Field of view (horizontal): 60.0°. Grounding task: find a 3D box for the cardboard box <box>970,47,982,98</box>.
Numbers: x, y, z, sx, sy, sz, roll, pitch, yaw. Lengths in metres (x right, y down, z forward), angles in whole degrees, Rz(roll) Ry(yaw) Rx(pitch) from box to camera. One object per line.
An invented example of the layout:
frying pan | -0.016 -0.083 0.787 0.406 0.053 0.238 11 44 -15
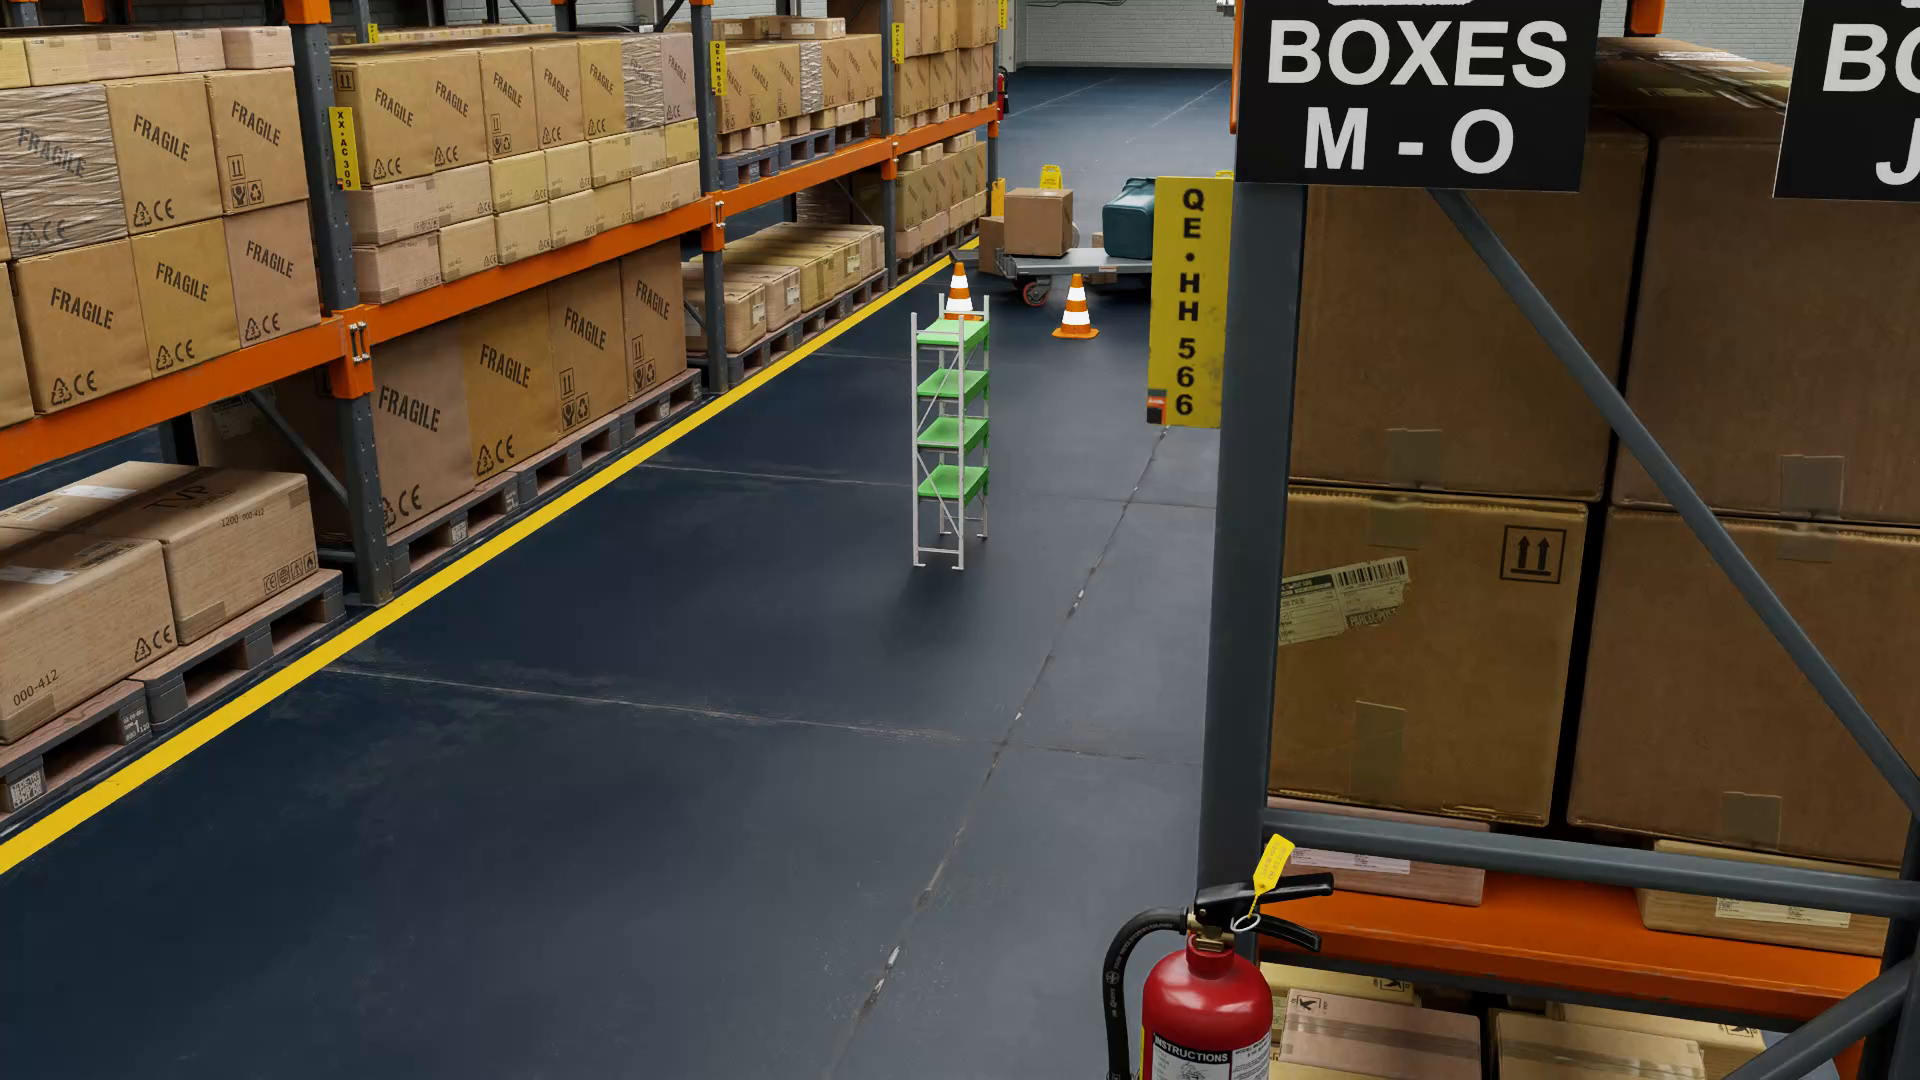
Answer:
cardboard box | -0.076 -4.772 16.903 0.500 0.500 0.500 5 19 14

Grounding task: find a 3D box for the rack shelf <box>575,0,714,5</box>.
rack shelf | -1.550 -4.131 12.113 1.077 0.370 4.000 5 19 13

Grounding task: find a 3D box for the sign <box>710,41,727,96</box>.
sign | -1.500 -2.930 10.333 0.100 0.325 0.005 5 19 13

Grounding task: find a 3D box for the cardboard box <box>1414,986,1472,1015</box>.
cardboard box | 0.974 1.025 3.848 0.380 0.149 0.250 4 19 13

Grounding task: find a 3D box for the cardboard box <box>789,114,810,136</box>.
cardboard box | -1.337 -3.094 12.346 0.380 0.149 0.250 5 20 15

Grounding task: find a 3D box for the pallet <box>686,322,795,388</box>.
pallet | -1.846 -1.350 11.813 1.003 0.211 1.213 5 19 13

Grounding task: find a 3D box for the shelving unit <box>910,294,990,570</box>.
shelving unit | -0.040 -0.516 7.842 0.258 1.200 0.503 5 19 13

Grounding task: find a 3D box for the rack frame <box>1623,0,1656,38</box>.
rack frame | 1.809 -0.812 5.923 1.000 3.000 0.127 5 19 13

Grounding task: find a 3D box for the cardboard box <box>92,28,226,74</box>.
cardboard box | -2.952 -1.803 6.119 0.380 0.149 0.250 5 20 15

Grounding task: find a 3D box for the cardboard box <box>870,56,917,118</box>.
cardboard box | -0.684 -3.982 14.591 0.500 0.500 0.500 5 19 13

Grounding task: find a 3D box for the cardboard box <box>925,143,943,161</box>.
cardboard box | -0.380 -3.682 15.766 0.380 0.149 0.250 6 20 17

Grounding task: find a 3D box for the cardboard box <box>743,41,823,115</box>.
cardboard box | -1.331 -3.421 12.299 0.500 0.500 0.500 4 19 11

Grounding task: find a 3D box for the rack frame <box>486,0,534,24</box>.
rack frame | -4.898 -5.323 19.131 1.000 3.000 0.127 5 19 13

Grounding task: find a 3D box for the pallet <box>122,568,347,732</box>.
pallet | -3.278 0.381 6.746 1.003 0.211 1.213 5 19 13

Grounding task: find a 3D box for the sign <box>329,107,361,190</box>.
sign | -2.477 -1.575 6.696 0.100 0.325 0.005 5 19 13

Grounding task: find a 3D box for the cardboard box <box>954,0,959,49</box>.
cardboard box | -0.409 -4.945 15.862 0.700 0.500 0.500 5 19 13

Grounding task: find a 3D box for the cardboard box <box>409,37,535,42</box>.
cardboard box | -2.649 -2.493 9.143 0.500 0.500 0.500 5 20 15

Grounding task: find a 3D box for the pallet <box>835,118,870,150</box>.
pallet | -1.389 -3.360 13.680 1.003 0.211 1.213 5 19 13

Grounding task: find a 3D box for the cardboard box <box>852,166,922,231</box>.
cardboard box | -0.655 -3.094 15.051 0.500 0.500 0.500 6 20 16

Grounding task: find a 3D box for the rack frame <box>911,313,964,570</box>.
rack frame | -0.100 -0.439 7.618 0.240 1.200 0.015 5 19 13

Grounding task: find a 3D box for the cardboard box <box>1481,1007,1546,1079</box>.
cardboard box | 1.304 1.143 3.502 0.380 0.149 0.250 5 19 14

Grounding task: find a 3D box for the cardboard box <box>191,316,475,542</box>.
cardboard box | -2.942 -0.565 7.838 0.875 0.875 0.875 5 20 15

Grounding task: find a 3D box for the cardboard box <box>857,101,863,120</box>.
cardboard box | -1.001 -3.494 13.515 0.380 0.149 0.250 4 19 12

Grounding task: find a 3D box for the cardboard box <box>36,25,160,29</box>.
cardboard box | -3.345 -1.920 6.463 0.380 0.149 0.250 4 19 13

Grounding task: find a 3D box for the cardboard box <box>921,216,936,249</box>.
cardboard box | -0.536 -2.908 15.664 0.500 0.250 0.500 6 20 16

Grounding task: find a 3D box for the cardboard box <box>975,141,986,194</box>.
cardboard box | -0.027 -3.913 17.447 0.500 0.500 0.500 5 19 14

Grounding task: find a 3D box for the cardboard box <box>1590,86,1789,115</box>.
cardboard box | 1.316 -0.498 2.842 0.500 0.500 0.500 5 20 15

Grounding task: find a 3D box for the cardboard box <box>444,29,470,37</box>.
cardboard box | -5.228 -5.130 16.949 0.380 0.149 0.250 5 19 14

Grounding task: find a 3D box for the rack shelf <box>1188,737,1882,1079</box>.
rack shelf | 1.320 0.156 4.204 1.077 0.370 4.000 5 19 13

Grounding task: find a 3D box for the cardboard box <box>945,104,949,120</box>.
cardboard box | -0.317 -4.114 15.981 0.380 0.149 0.250 5 19 13

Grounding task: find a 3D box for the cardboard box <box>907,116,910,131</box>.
cardboard box | -0.662 -3.716 14.816 0.380 0.149 0.250 5 20 15

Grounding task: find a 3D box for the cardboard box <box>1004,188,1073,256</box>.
cardboard box | 0.672 -2.723 14.214 0.500 0.500 0.500 5 19 13

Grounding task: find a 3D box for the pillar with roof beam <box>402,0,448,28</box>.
pillar with roof beam | -1.768 -7.675 16.736 9.100 9.000 0.400 5 19 13

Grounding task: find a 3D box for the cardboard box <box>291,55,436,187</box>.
cardboard box | -2.630 -1.807 7.135 0.500 0.500 0.500 5 19 14

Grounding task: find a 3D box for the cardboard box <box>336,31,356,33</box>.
cardboard box | -5.937 -4.848 16.121 0.380 0.149 0.250 4 19 13

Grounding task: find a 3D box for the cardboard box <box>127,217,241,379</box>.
cardboard box | -3.002 -0.891 6.001 0.500 0.500 0.500 4 19 12

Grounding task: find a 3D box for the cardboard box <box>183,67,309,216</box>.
cardboard box | -2.863 -1.522 6.301 0.500 0.500 0.500 4 19 13

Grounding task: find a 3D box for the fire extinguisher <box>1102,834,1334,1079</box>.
fire extinguisher | 0.322 0.698 2.201 0.296 0.674 0.183 5 19 13

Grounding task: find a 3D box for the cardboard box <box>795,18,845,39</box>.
cardboard box | -1.111 -3.993 12.968 0.380 0.149 0.250 4 19 12

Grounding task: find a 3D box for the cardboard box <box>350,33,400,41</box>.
cardboard box | -5.551 -4.731 15.780 0.380 0.149 0.250 5 19 14

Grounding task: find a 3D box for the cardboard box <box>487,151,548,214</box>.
cardboard box | -2.386 -1.774 8.199 0.500 0.250 0.500 5 19 14

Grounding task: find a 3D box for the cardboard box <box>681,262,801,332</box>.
cardboard box | -1.718 -1.788 12.198 0.950 0.372 0.625 4 19 12

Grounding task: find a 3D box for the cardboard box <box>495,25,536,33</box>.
cardboard box | -4.849 -5.525 18.105 0.380 0.149 0.250 5 20 15

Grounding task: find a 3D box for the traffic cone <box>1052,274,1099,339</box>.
traffic cone | 0.892 -1.809 12.767 0.336 0.463 0.334 5 19 13

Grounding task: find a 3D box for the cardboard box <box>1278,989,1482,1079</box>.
cardboard box | 0.832 1.051 3.311 0.380 0.149 0.250 5 19 14

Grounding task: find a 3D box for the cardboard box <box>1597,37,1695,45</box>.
cardboard box | 1.956 -1.304 5.204 0.500 0.500 0.500 4 19 11

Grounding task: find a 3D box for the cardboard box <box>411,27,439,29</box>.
cardboard box | -5.593 -5.247 17.291 0.380 0.149 0.250 5 19 14

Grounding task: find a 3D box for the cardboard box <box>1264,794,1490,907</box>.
cardboard box | 0.637 0.436 2.658 0.380 0.149 0.250 5 19 13

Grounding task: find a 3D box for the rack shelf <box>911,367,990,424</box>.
rack shelf | -0.040 -0.683 7.785 0.258 0.148 0.480 5 19 13

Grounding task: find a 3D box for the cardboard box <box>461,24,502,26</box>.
cardboard box | -5.313 -5.651 18.474 0.380 0.149 0.250 5 20 15

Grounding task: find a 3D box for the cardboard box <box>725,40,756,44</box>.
cardboard box | -1.825 -3.468 12.436 0.500 0.500 0.500 4 19 11

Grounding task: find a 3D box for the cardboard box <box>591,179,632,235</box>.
cardboard box | -2.159 -1.857 9.215 0.500 0.250 0.500 4 19 13

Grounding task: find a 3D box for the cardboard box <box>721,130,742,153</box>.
cardboard box | -1.677 -2.678 11.125 0.380 0.149 0.250 3 19 10

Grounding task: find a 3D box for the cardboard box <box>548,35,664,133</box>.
cardboard box | -2.029 -2.601 9.460 0.500 0.500 0.500 5 19 14
